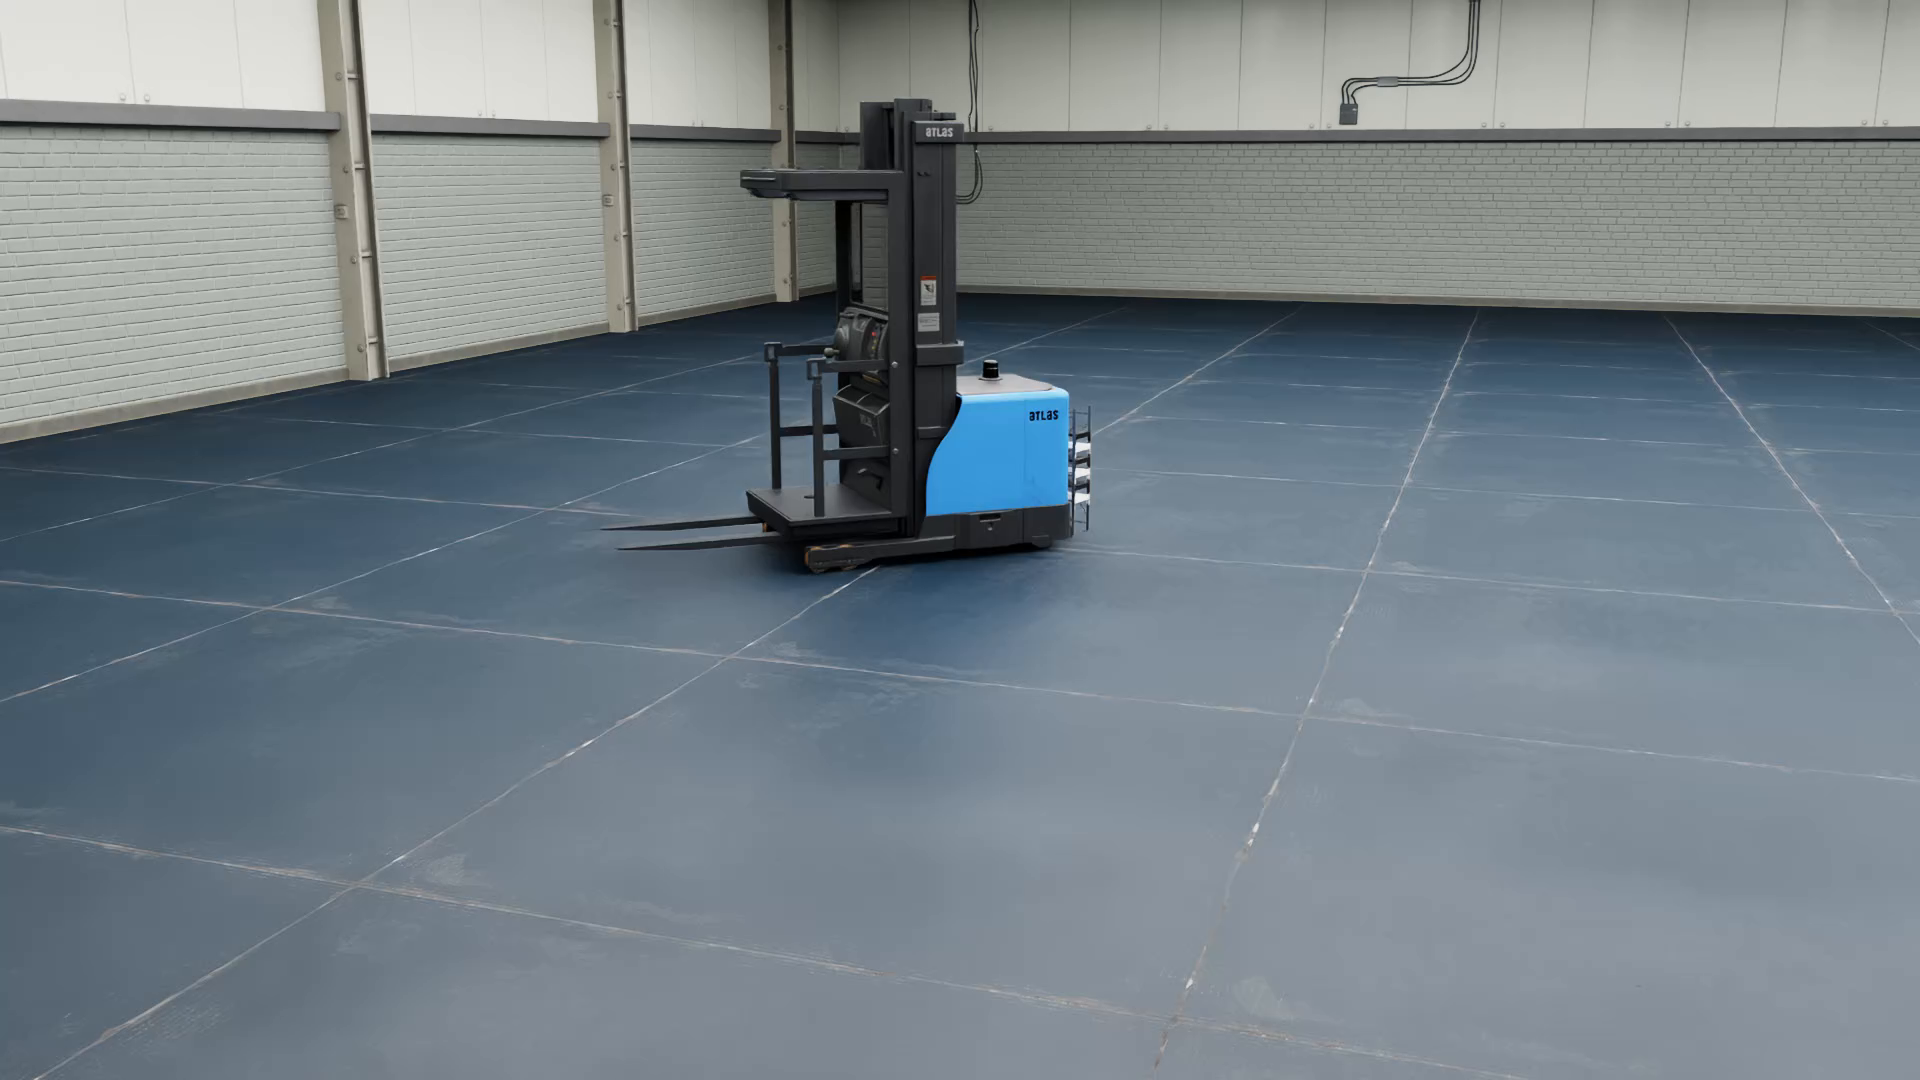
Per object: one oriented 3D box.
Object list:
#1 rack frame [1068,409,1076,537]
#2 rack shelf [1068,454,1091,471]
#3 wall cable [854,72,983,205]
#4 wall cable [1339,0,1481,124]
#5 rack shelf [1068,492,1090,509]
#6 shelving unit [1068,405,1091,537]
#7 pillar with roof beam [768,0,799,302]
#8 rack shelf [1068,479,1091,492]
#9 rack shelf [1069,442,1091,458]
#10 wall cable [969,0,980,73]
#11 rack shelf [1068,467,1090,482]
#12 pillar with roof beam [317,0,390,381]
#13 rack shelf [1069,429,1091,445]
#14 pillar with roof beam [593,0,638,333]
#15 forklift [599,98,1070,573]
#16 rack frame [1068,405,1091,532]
[{"bbox_3d":[0.694,-0.474,11.542,0.240,0.900,0.006,9,16,34],"label":"rack frame"},{"bbox_3d":[0.753,-0.548,11.610,0.258,0.077,0.200,9,16,34],"label":"rack shelf"},{"bbox_3d":[-1.032,-7.873,32.736,3.097,2.526,0.112,4,14,18],"label":"wall cable"},{"bbox_3d":[7.946,-10.358,29.003,2.305,6.003,0.169,4,14,18],"label":"wall cable"},{"bbox_3d":[0.753,-0.284,11.670,0.258,0.077,0.200,9,16,34],"label":"rack shelf"},{"bbox_3d":[0.753,-0.492,11.623,0.258,0.900,0.210,9,16,34],"label":"shelving unit"},{"bbox_3d":[0.837,-8.552,28.732,9.100,9.000,0.400,4,14,18],"label":"pillar with roof beam"},{"bbox_3d":[0.753,-0.372,11.650,0.258,0.077,0.200,9,16,34],"label":"rack shelf"},{"bbox_3d":[0.753,-0.635,11.590,0.258,0.077,0.200,9,16,34],"label":"rack shelf"},{"bbox_3d":[1.528,-10.140,31.320,3.097,2.526,0.112,4,14,18],"label":"wall cable"},{"bbox_3d":[0.753,-0.460,11.630,0.258,0.077,0.200,9,16,34],"label":"rack shelf"},{"bbox_3d":[-3.045,-6.025,17.662,9.100,9.000,0.400,4,14,18],"label":"pillar with roof beam"},{"bbox_3d":[0.753,-0.723,11.570,0.258,0.077,0.200,9,16,34],"label":"rack shelf"},{"bbox_3d":[-1.104,-7.288,23.197,9.100,9.000,0.400,4,14,18],"label":"pillar with roof beam"},{"bbox_3d":[-0.828,-1.352,10.825,3.031,2.935,1.130,-5,14,-21],"label":"forklift"},{"bbox_3d":[0.811,-0.511,11.704,0.240,0.900,0.006,9,16,34],"label":"rack frame"}]
